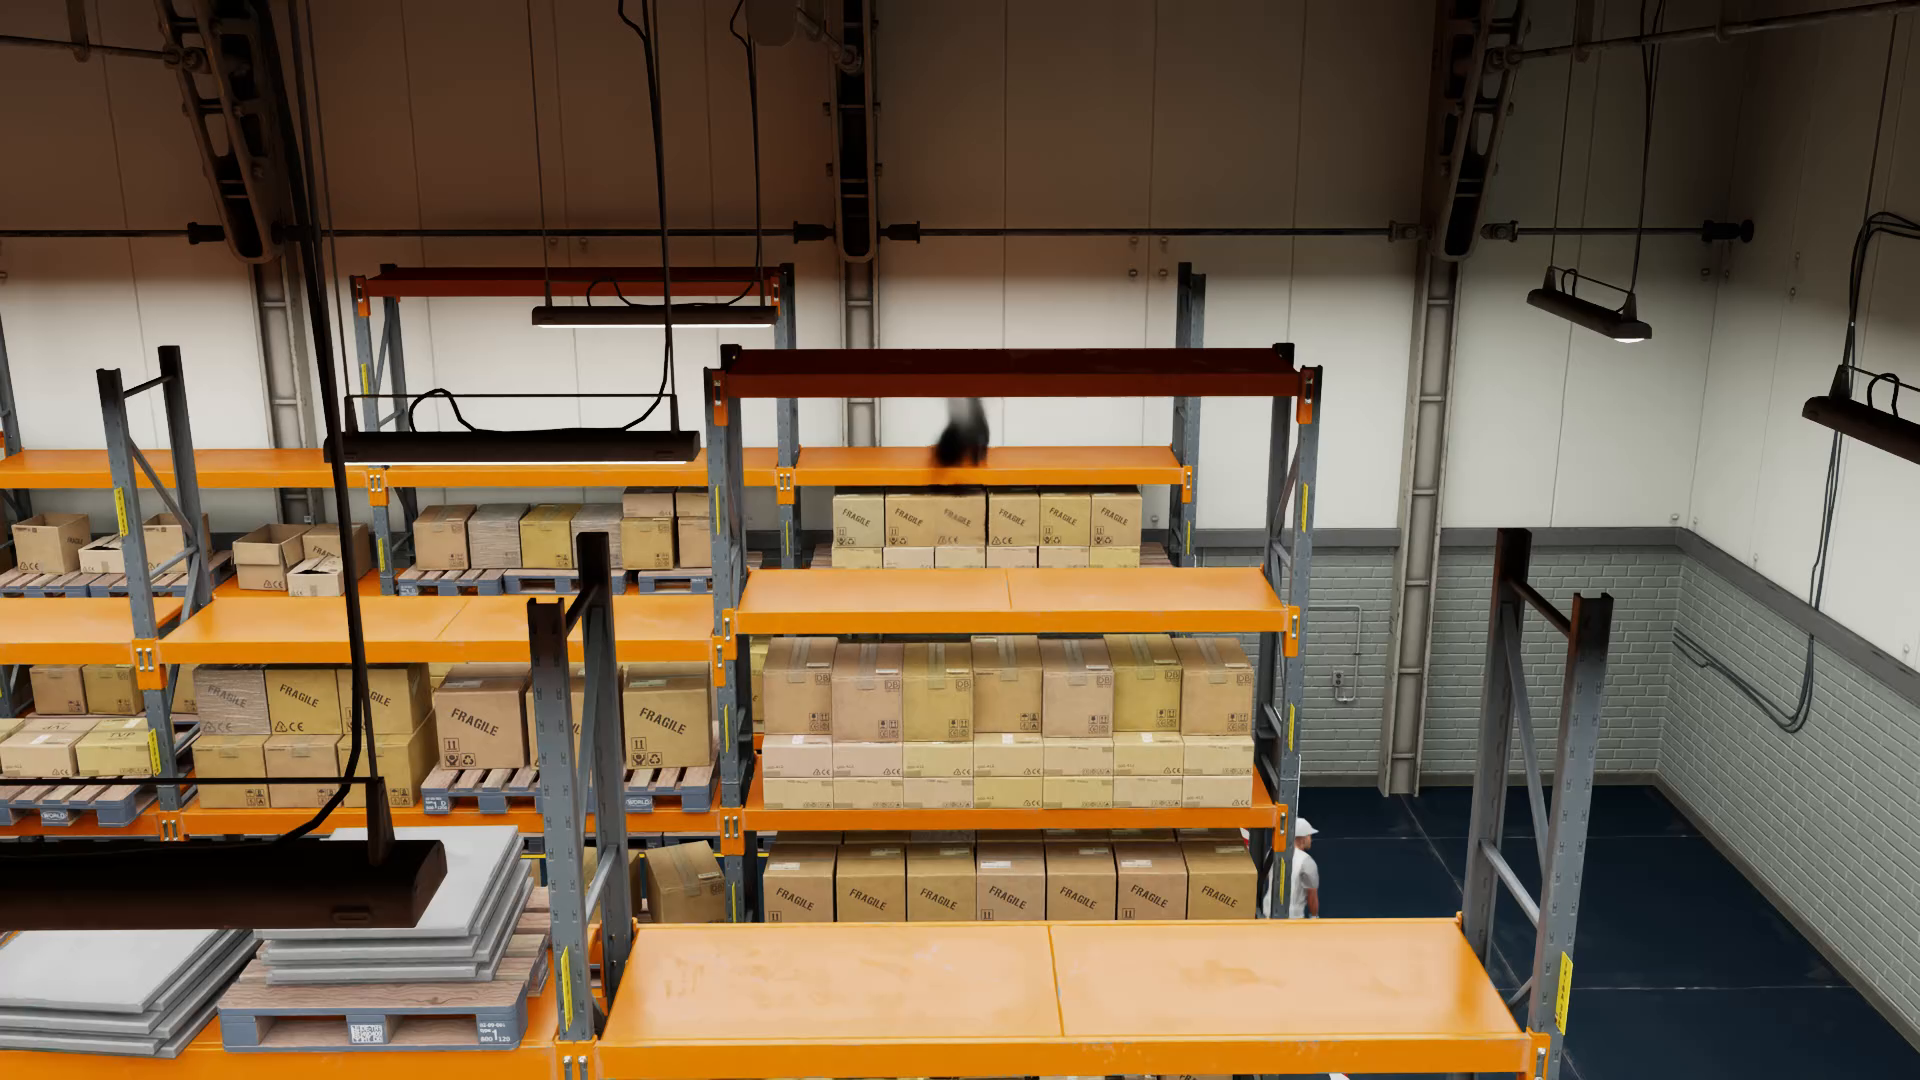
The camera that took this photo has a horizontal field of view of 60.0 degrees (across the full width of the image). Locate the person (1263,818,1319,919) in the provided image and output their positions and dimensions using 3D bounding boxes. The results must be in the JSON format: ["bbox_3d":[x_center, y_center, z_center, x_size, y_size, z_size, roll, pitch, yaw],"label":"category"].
[{"bbox_3d":[2.826,3.217,14.588,0.638,1.644,0.816,-8,18,-25],"label":"person"}]
